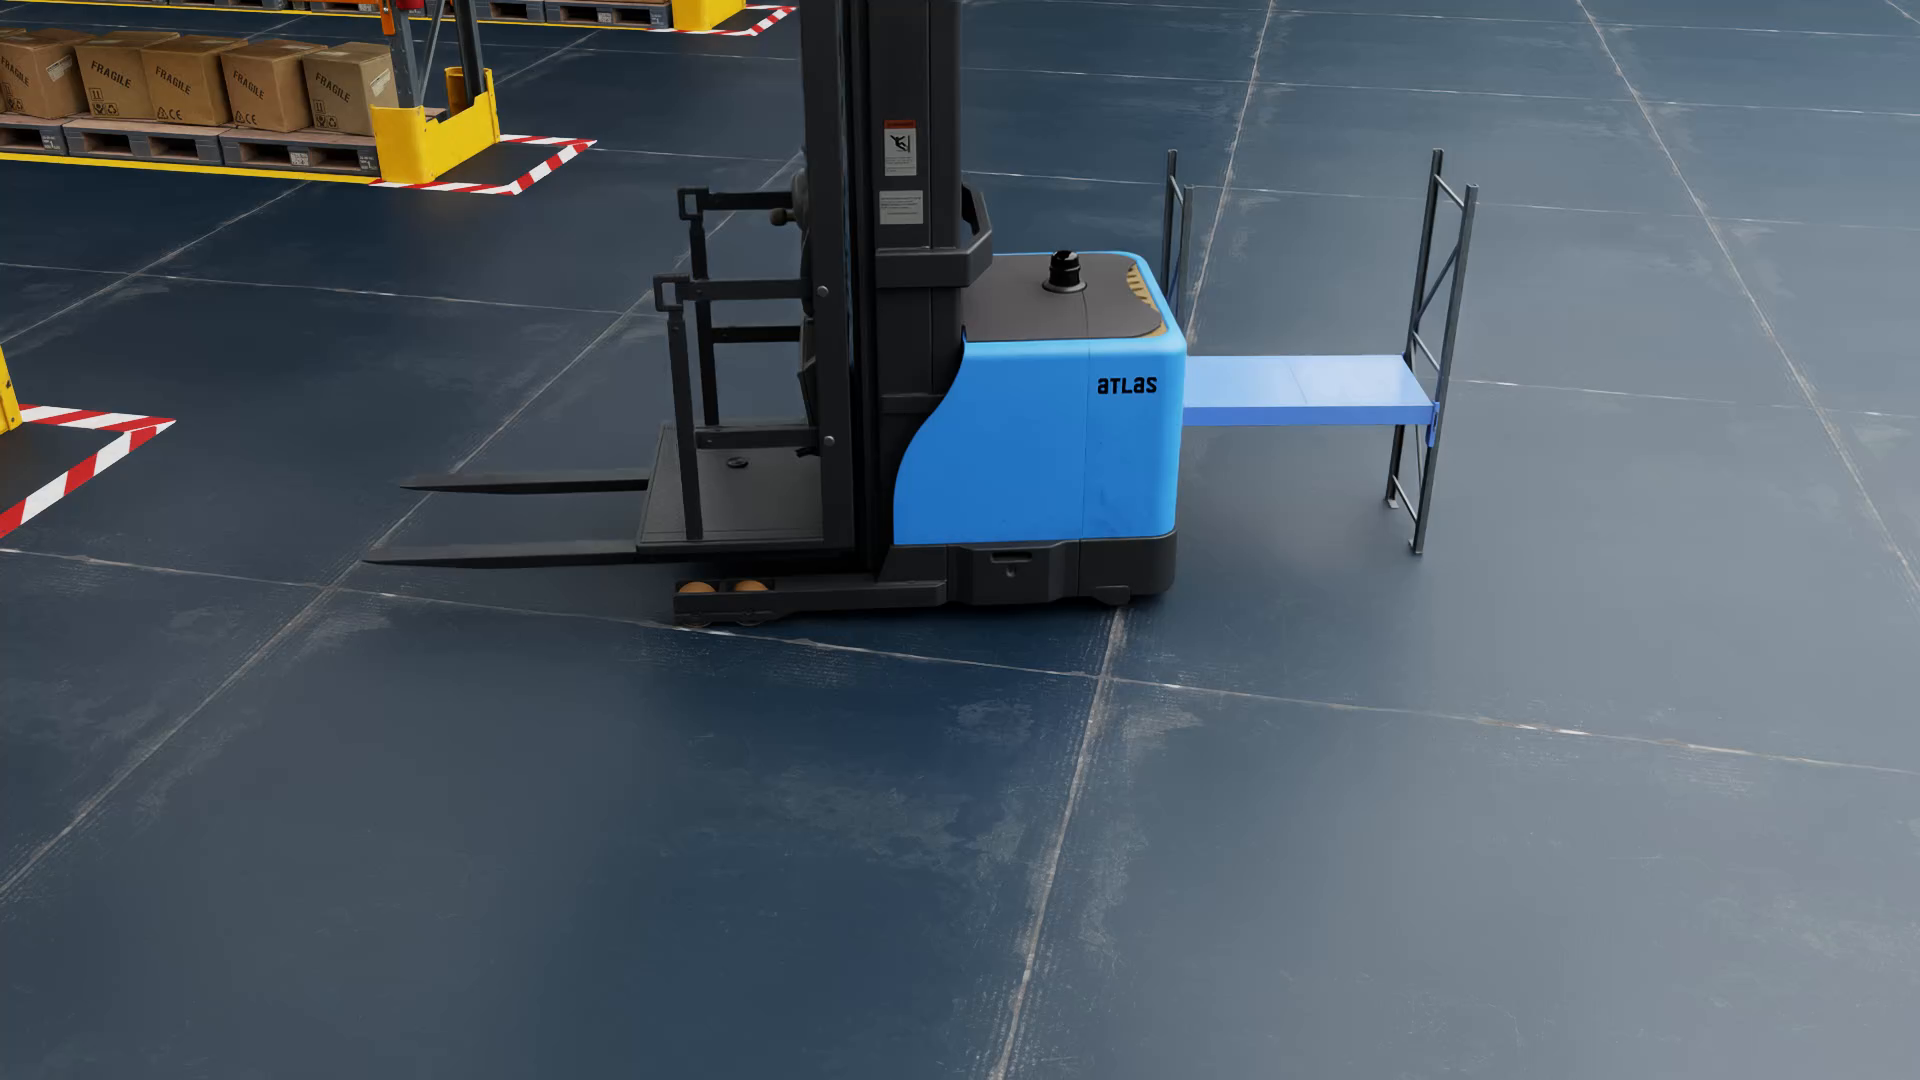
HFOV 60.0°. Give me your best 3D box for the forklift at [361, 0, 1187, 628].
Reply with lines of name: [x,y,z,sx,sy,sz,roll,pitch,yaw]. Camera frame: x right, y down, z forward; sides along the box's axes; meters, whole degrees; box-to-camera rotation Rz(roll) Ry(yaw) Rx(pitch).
forklift: [-0.728,-1.224,5.933,3.031,2.935,1.130,-2,29,-3]

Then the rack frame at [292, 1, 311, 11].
rack frame: [-6.305,-6.684,15.834,0.127,3.000,1.000,6,29,11]

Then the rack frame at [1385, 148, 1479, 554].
rack frame: [1.830,-0.721,6.505,0.032,1.500,0.500,0,29,-1]

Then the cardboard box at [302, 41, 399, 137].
cardboard box: [-4.135,-3.121,11.494,0.500,0.500,0.500,11,31,20]

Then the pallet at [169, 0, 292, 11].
pallet: [-7.075,-5.502,16.581,1.213,0.211,1.003,6,29,11]

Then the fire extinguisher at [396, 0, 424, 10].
fire extinguisher: [-3.512,-3.701,10.468,0.183,0.674,0.296,6,29,11]

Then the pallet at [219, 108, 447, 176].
pallet: [-4.389,-2.846,11.728,1.213,0.211,1.003,6,29,11]

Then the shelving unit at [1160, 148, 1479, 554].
shelving unit: [1.322,-0.717,6.498,1.048,1.500,0.538,0,29,-1]

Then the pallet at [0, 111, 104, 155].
pallet: [-6.775,-3.090,12.175,1.213,0.211,1.003,6,29,11]

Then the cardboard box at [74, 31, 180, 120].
cardboard box: [-5.871,-3.314,11.845,0.500,0.500,0.500,3,29,6]

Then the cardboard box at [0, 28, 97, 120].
cardboard box: [-6.495,-3.339,11.892,0.500,0.500,0.500,16,32,26]

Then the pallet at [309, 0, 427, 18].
pallet: [-5.578,-5.347,16.298,1.213,0.211,1.003,6,29,11]

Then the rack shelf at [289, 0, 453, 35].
rack shelf: [-5.484,-3.848,11.405,4.000,0.370,1.077,6,29,11]

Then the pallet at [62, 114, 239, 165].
pallet: [-5.579,-2.969,11.954,1.213,0.211,1.003,6,29,11]

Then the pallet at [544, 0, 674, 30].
pallet: [-3.191,-5.103,15.851,1.213,0.211,1.003,6,29,11]

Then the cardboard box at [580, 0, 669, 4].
cardboard box: [-3.070,-5.572,15.579,0.875,0.875,0.875,6,29,11]

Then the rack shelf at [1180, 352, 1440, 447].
rack shelf: [1.322,-0.559,6.585,1.000,0.185,0.538,0,29,-1]

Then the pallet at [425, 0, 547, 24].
pallet: [-4.381,-5.226,16.076,1.213,0.211,1.003,6,29,11]

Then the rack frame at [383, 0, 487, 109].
rack frame: [-3.528,-3.963,10.866,0.127,3.000,1.000,6,29,11]

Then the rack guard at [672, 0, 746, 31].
rack guard: [-2.370,-5.184,15.698,0.348,0.500,1.175,6,29,11]

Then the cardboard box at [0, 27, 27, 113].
cardboard box: [-7.057,-3.393,11.990,0.500,0.500,0.500,5,29,9]

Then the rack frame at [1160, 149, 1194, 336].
rack frame: [0.814,-0.714,6.492,0.032,1.500,0.500,0,29,-1]

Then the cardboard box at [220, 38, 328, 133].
cardboard box: [-4.727,-3.165,11.574,0.500,0.500,0.500,14,32,24]

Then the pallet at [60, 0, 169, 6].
pallet: [-8.272,-5.624,16.802,1.213,0.211,1.003,6,29,11]

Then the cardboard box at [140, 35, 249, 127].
cardboard box: [-5.335,-3.237,11.705,0.500,0.500,0.500,9,30,15]

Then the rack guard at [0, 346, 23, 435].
rack guard: [-4.646,-0.526,7.191,0.348,0.500,1.175,6,29,11]

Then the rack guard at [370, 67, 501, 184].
rack guard: [-3.602,-2.874,11.480,0.348,0.500,1.175,6,29,11]
